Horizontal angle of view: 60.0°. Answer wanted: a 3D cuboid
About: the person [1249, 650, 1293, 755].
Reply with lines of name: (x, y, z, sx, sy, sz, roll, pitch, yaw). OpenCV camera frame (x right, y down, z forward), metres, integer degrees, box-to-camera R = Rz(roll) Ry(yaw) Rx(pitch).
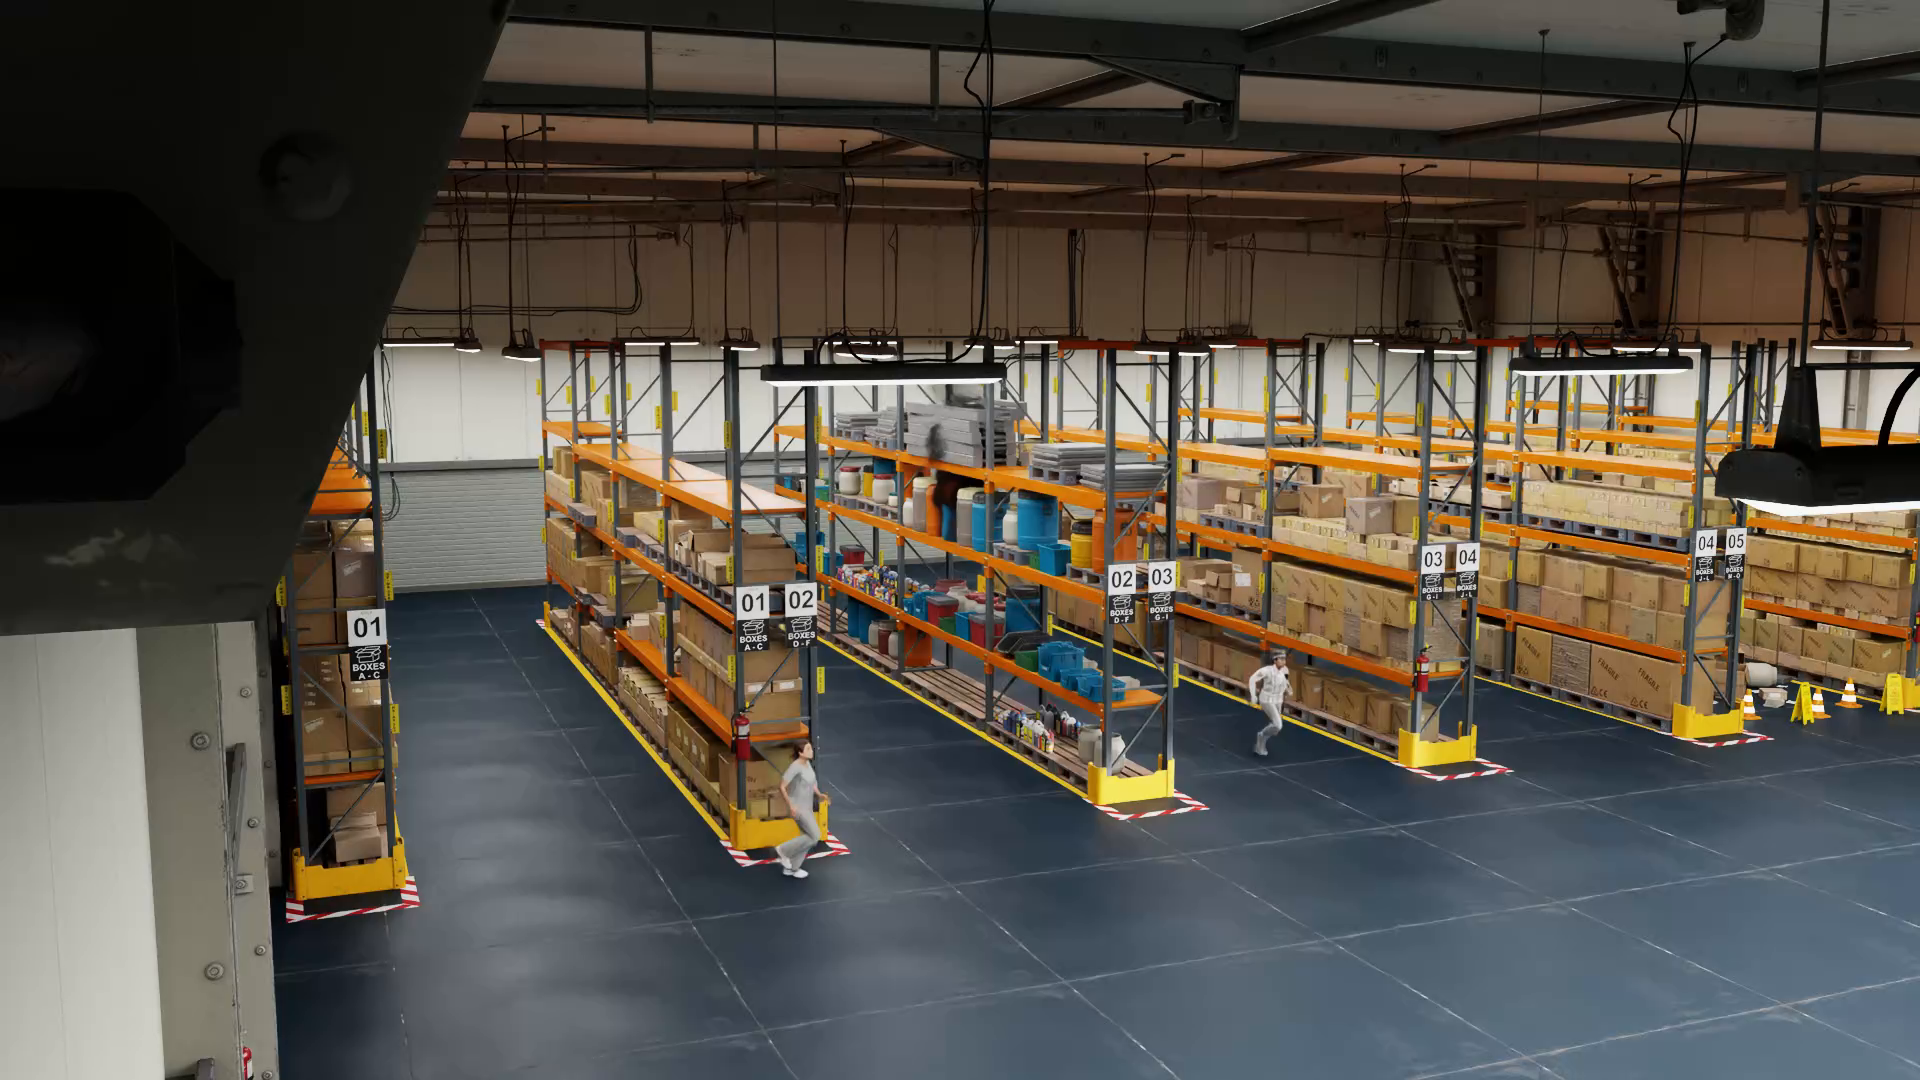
person: (4.562, 2.366, 24.223, 0.573, 1.611, 0.690, -6, 9, -37)

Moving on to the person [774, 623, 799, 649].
person: (-2.921, 1.881, 27.956, 0.690, 1.684, 0.737, -4, 8, -25)

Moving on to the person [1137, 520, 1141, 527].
person: (4.274, 0.238, 40.666, 0.594, 1.644, 0.928, 6, 10, 40)

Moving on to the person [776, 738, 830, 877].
person: (-1.792, 3.069, 19.019, 0.596, 1.621, 0.548, 2, 8, 17)
